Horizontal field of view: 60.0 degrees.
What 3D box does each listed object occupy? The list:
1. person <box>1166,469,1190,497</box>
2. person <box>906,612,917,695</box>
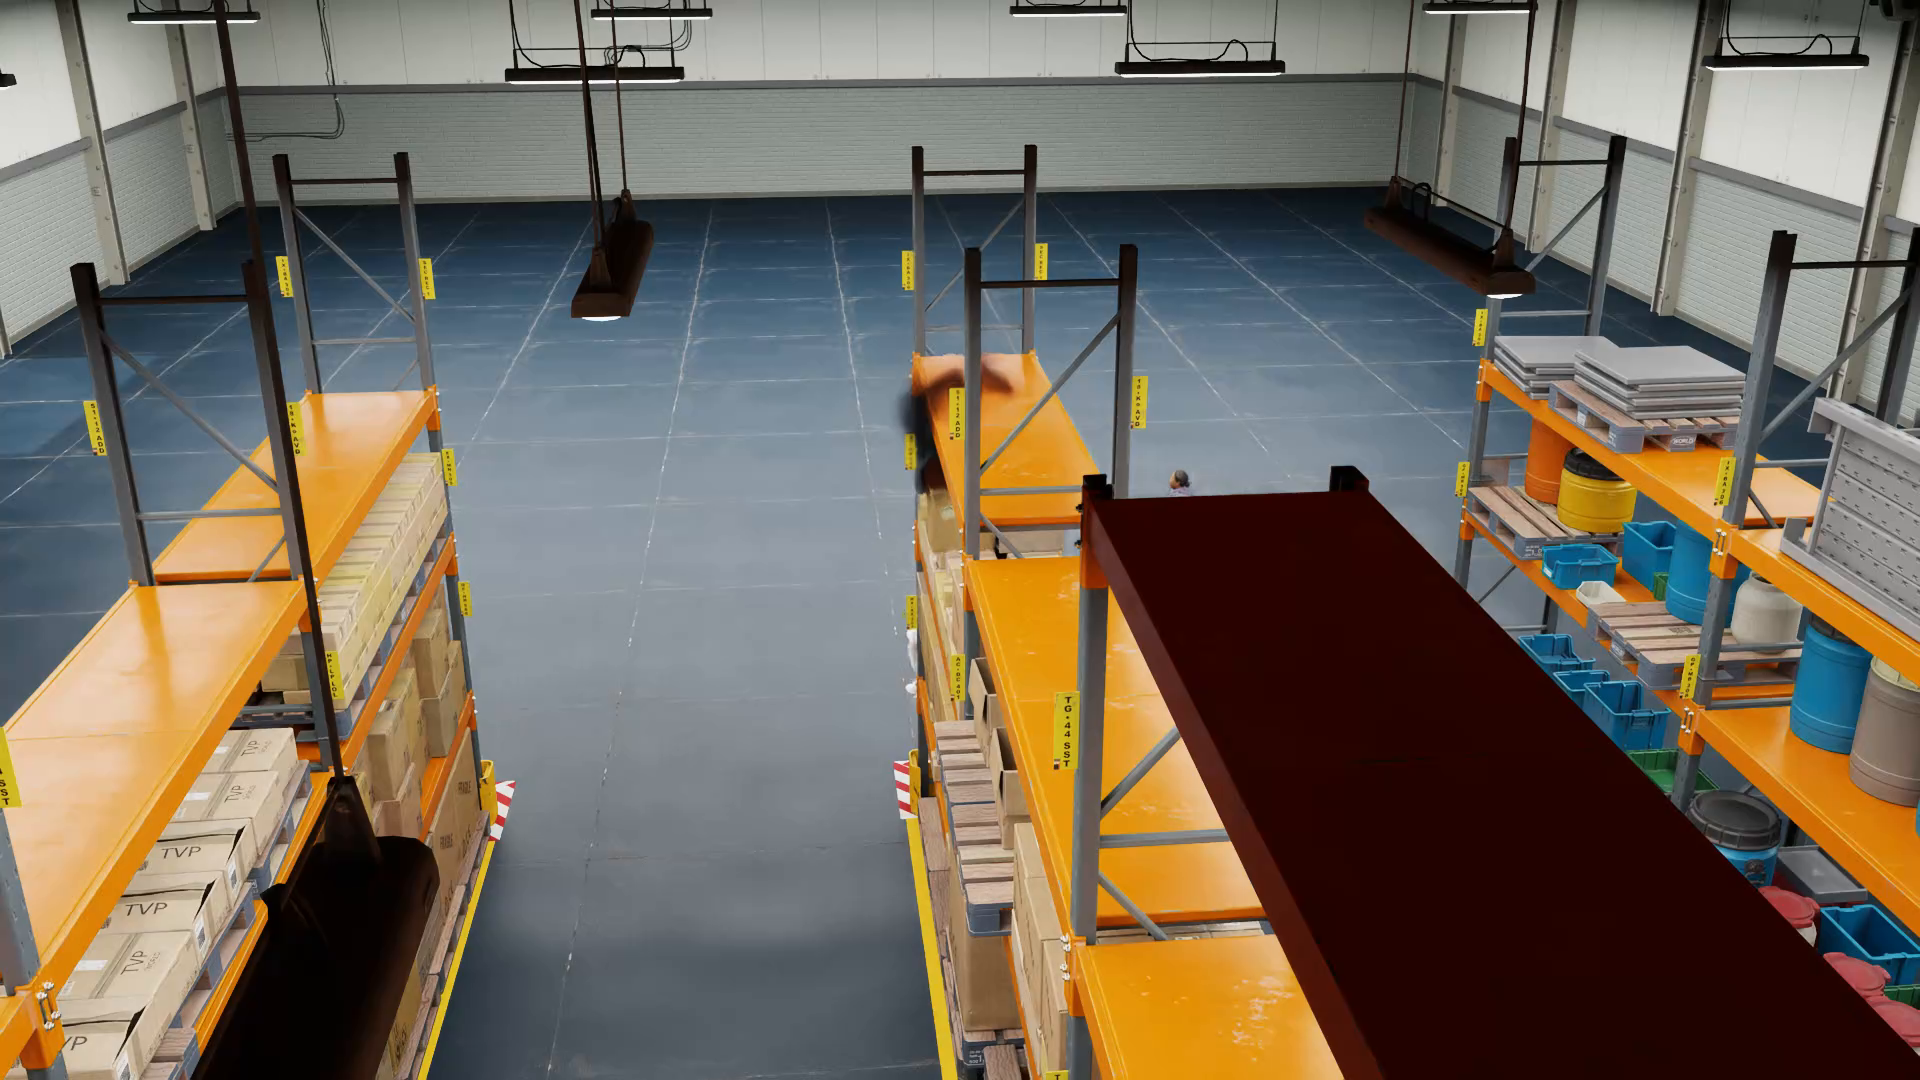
[{"bbox_3d":[2.525,-0.028,19.447,0.779,1.687,0.592,8,23,19],"label":"person"},{"bbox_3d":[-0.219,0.797,16.652,0.749,1.741,0.712,10,24,24],"label":"person"}]
